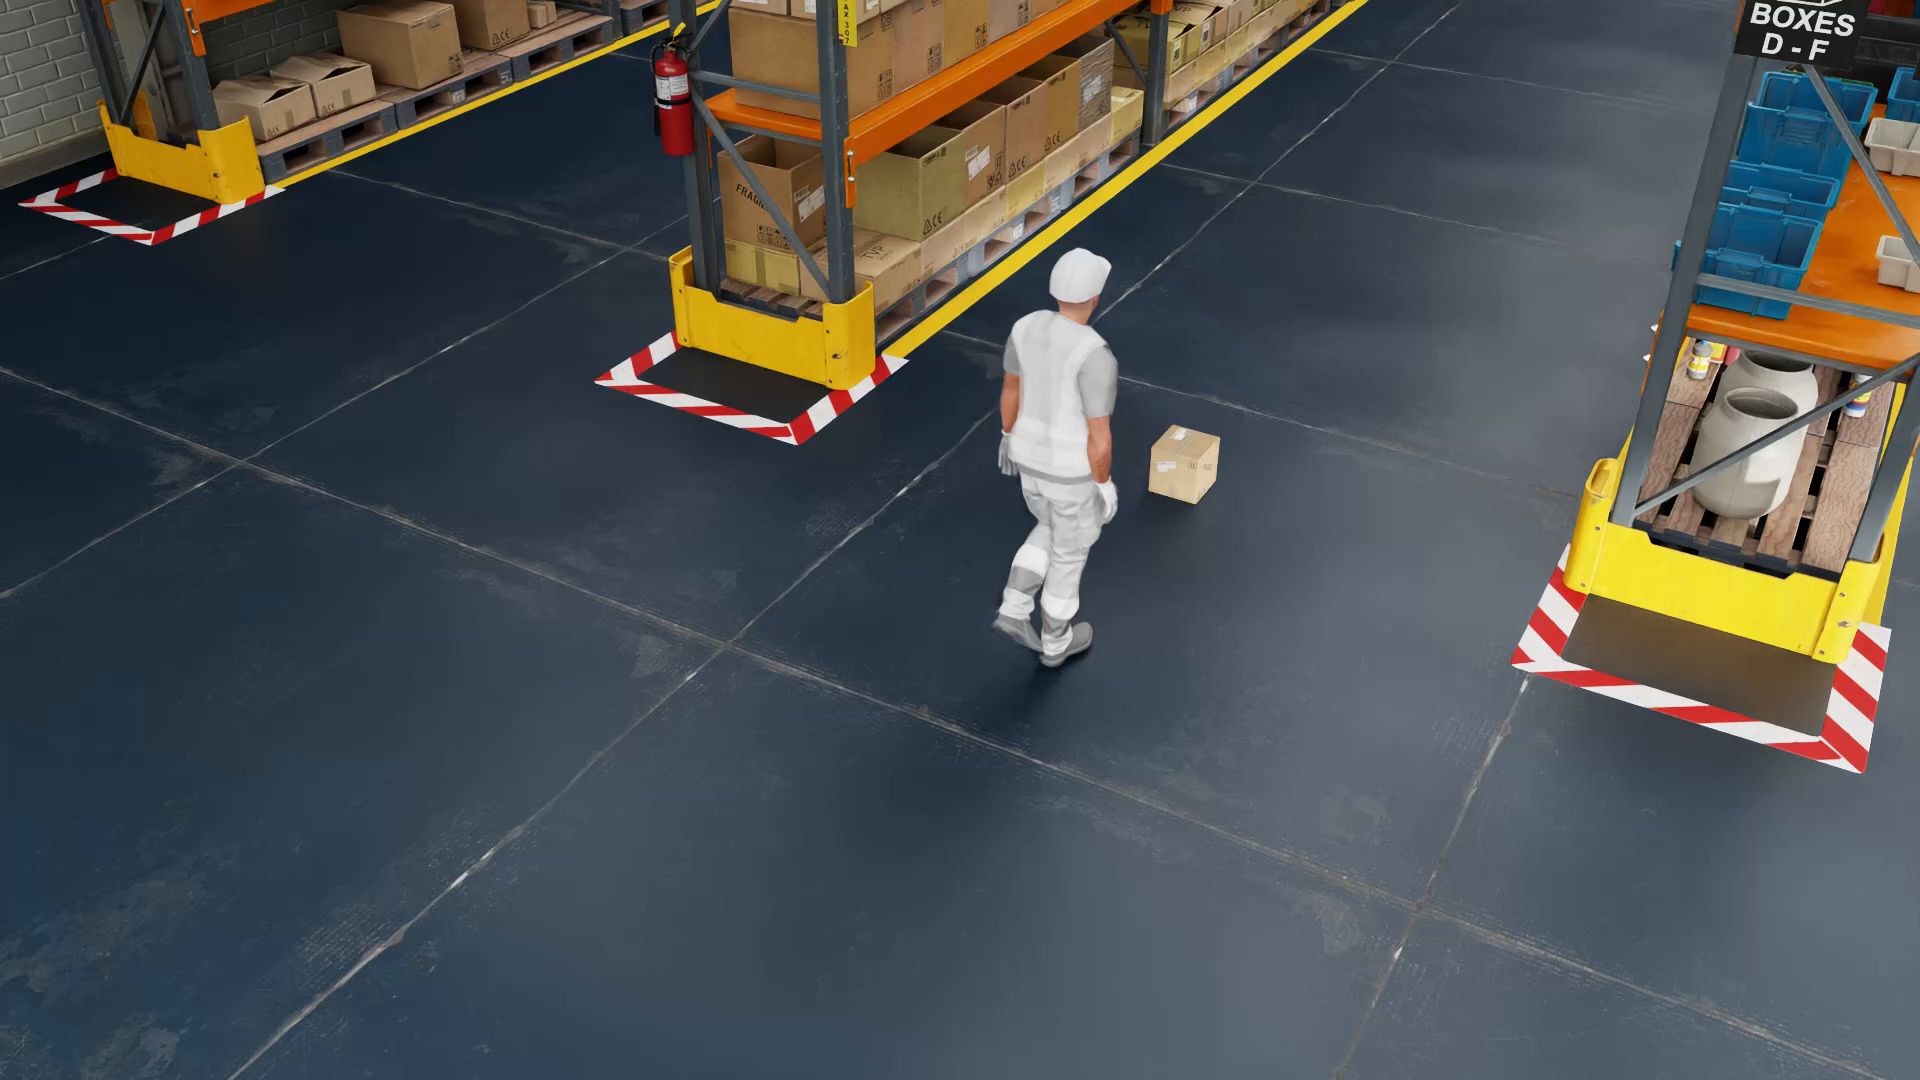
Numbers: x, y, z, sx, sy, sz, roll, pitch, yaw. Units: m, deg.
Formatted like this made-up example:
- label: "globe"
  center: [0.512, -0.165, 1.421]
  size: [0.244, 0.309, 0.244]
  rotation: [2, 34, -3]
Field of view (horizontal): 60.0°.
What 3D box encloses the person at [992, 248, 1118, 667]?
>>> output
- label: "person"
  center: [0.346, -0.289, 6.537]
  size: [0.542, 1.771, 0.597]
  rotation: [-28, 43, -35]
